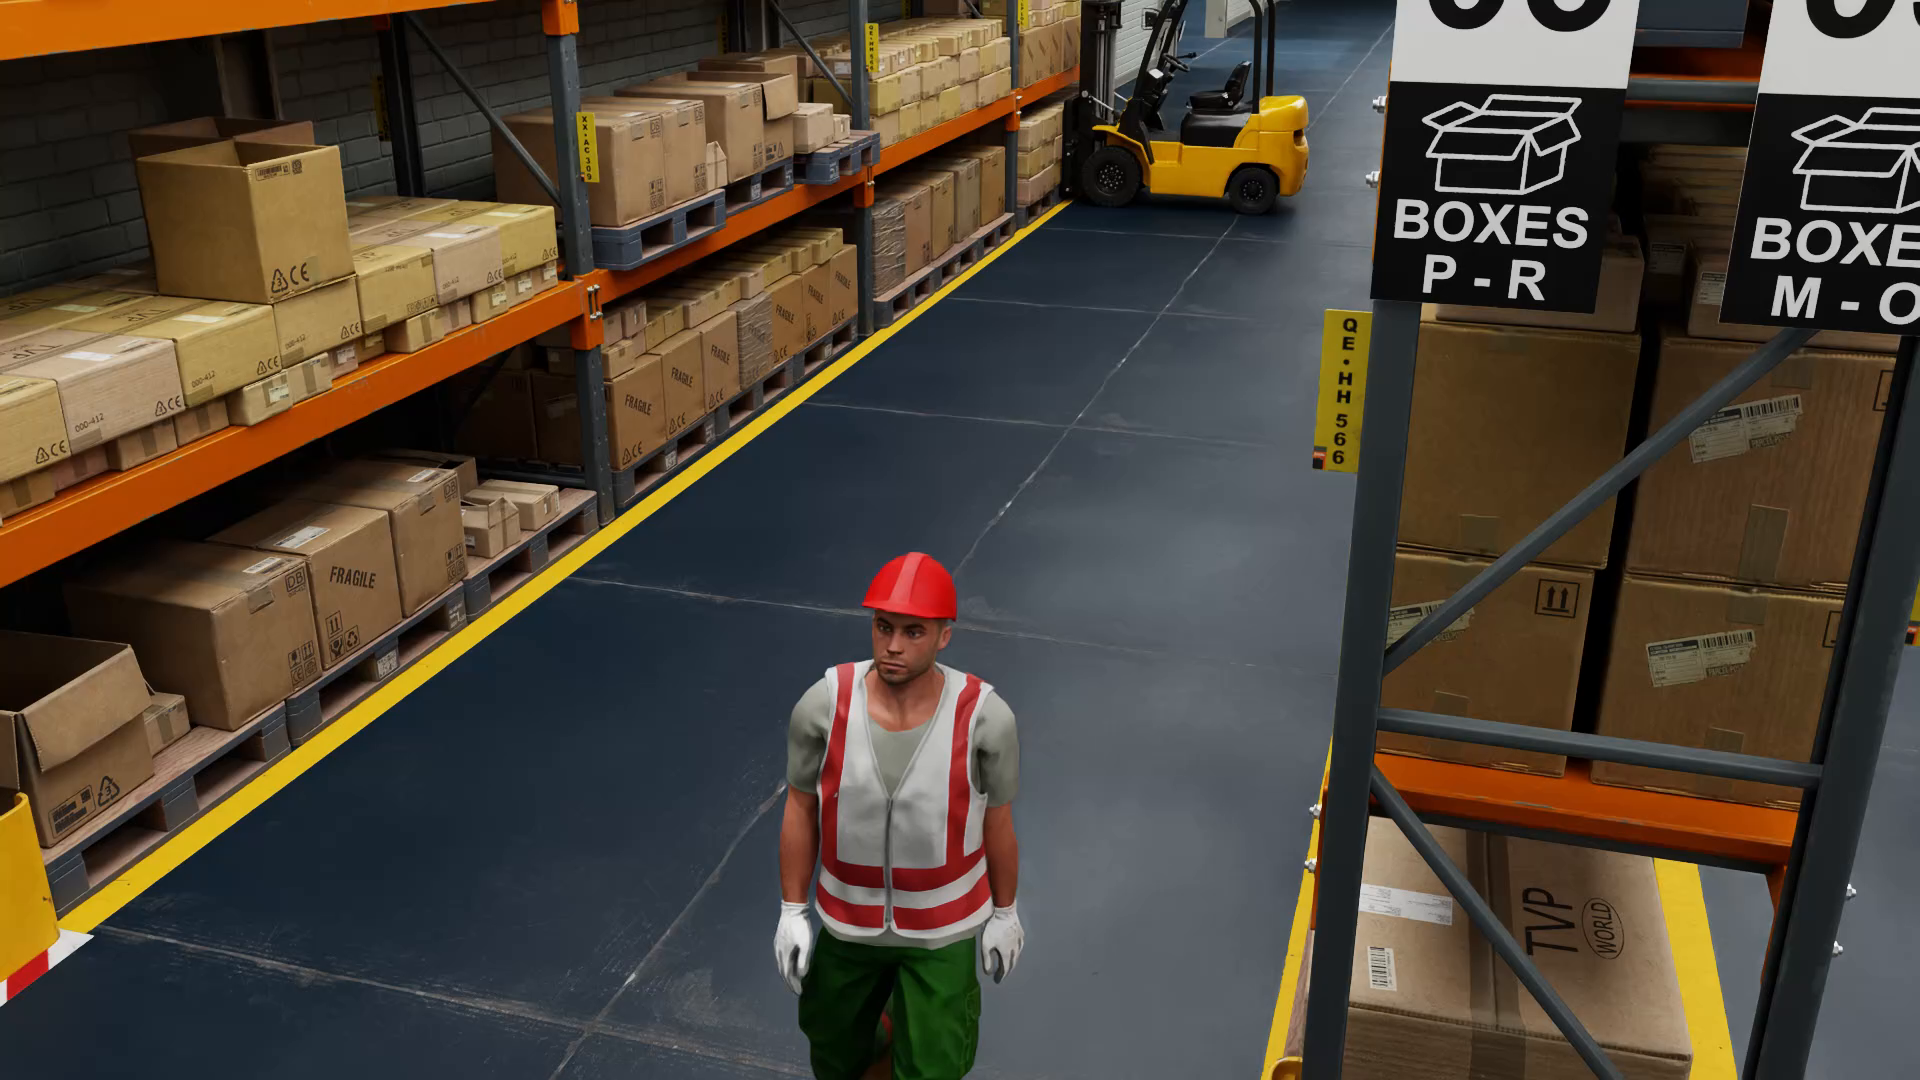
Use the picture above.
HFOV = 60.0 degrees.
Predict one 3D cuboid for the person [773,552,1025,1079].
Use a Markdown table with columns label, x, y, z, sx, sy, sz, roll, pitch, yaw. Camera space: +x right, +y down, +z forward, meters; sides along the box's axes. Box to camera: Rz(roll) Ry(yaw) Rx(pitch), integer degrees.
| label | x | y | z | sx | sy | sz | roll | pitch | yaw |
| --- | --- | --- | --- | --- | --- | --- | --- | --- | --- |
| person | -0.135 | 0.857 | 3.881 | 0.566 | 1.760 | 0.841 | 3 | 22 | 9 |
